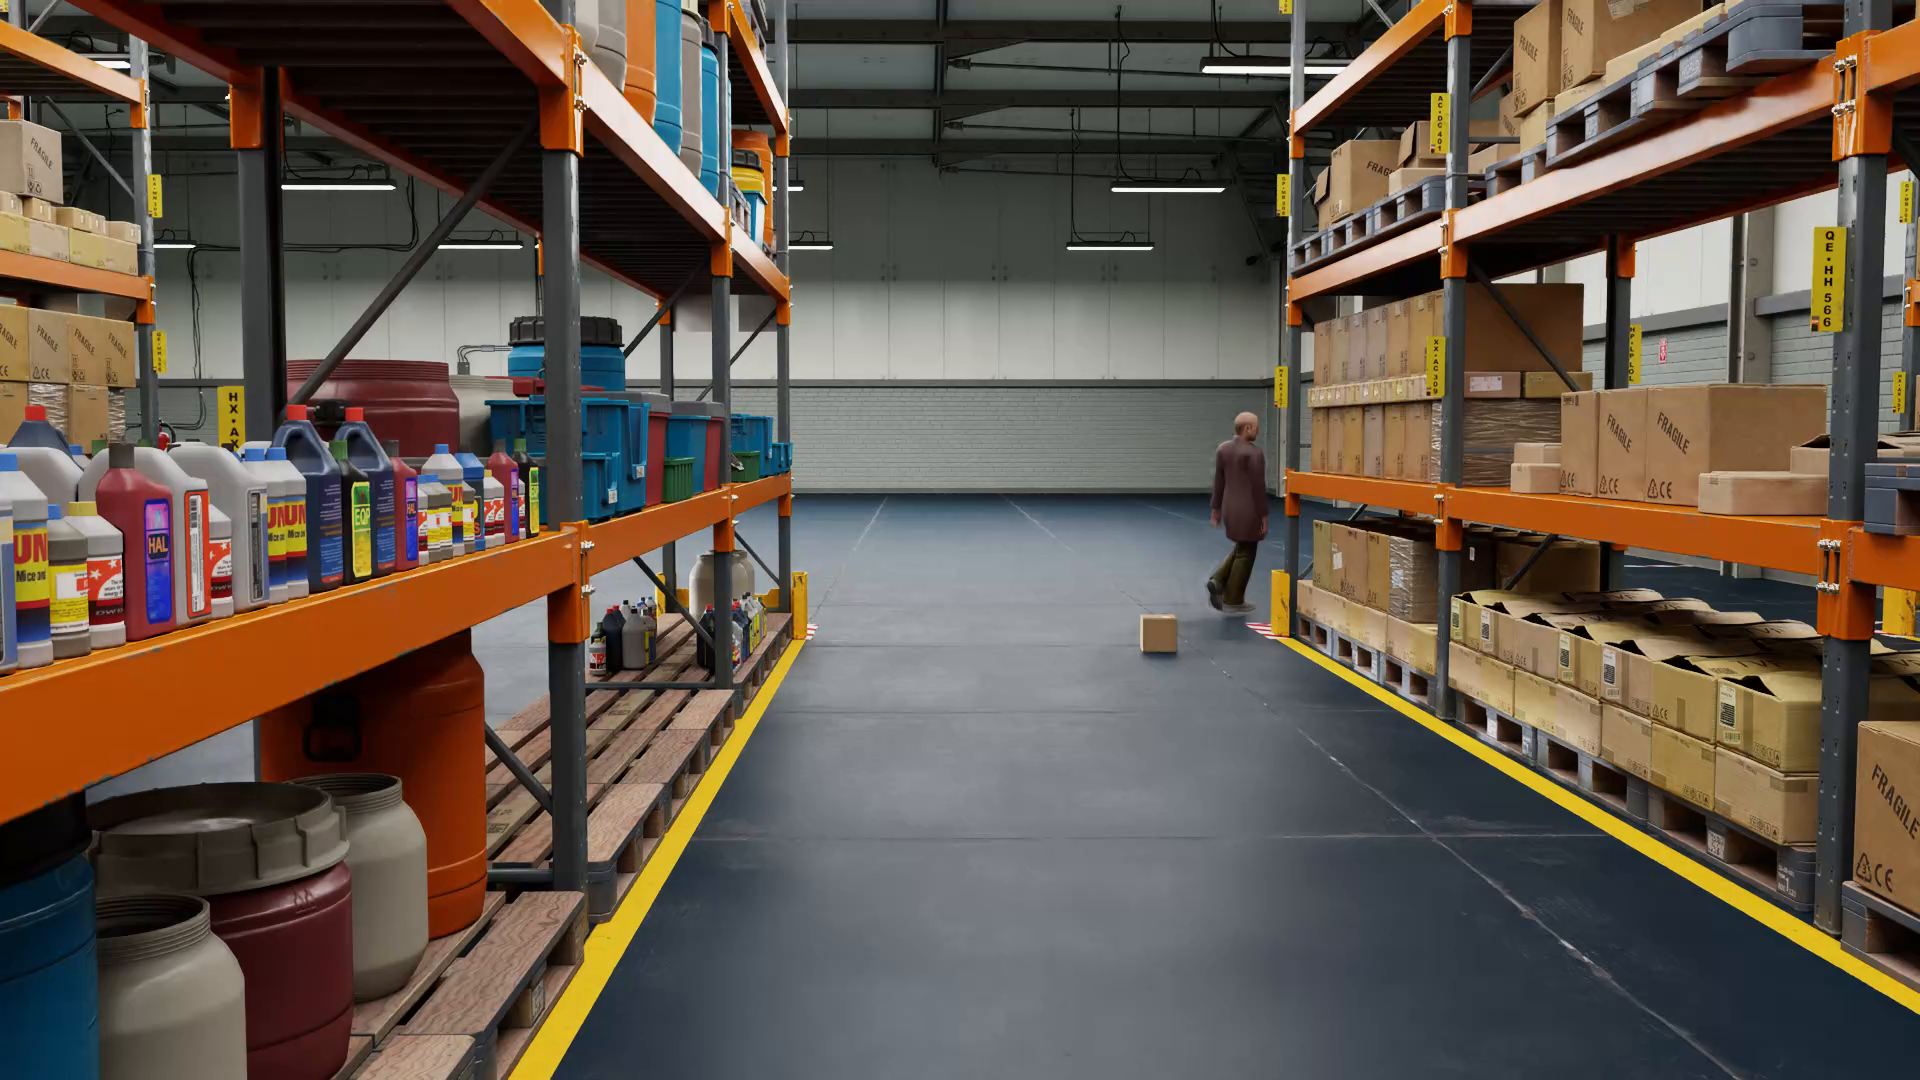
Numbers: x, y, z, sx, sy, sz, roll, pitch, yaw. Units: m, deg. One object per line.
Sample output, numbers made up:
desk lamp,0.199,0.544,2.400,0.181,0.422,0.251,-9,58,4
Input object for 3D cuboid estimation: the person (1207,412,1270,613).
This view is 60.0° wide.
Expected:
person,2.480,-0.236,14.571,0.503,1.763,0.645,-2,4,-31
